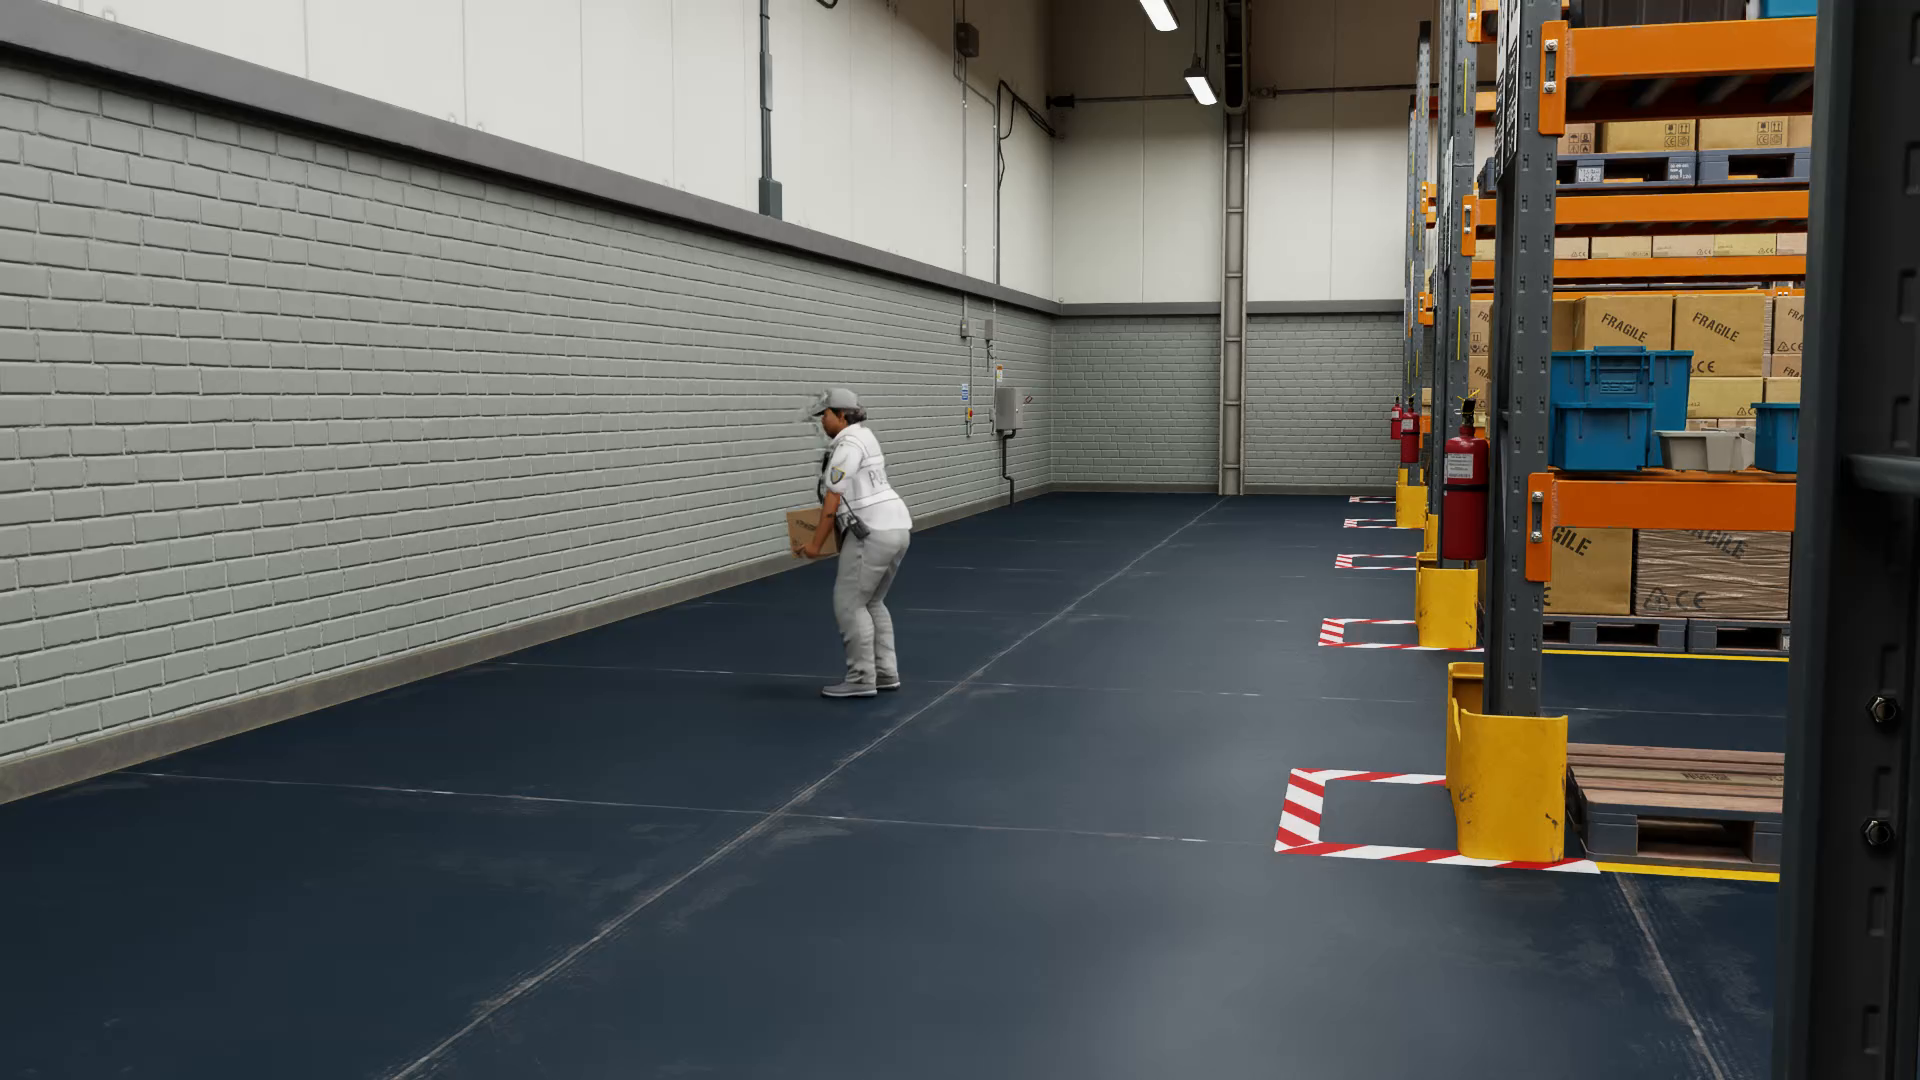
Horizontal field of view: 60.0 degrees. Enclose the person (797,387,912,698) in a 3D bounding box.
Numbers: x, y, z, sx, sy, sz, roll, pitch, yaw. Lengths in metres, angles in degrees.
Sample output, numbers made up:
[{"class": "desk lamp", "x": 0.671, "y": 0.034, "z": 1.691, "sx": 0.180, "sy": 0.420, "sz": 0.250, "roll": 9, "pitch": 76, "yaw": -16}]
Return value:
[{"class": "person", "x": -0.556, "y": 0.013, "z": 8.858, "sx": 0.580, "sy": 1.634, "sz": 0.452, "roll": 1, "pitch": 5, "yaw": 13}]
